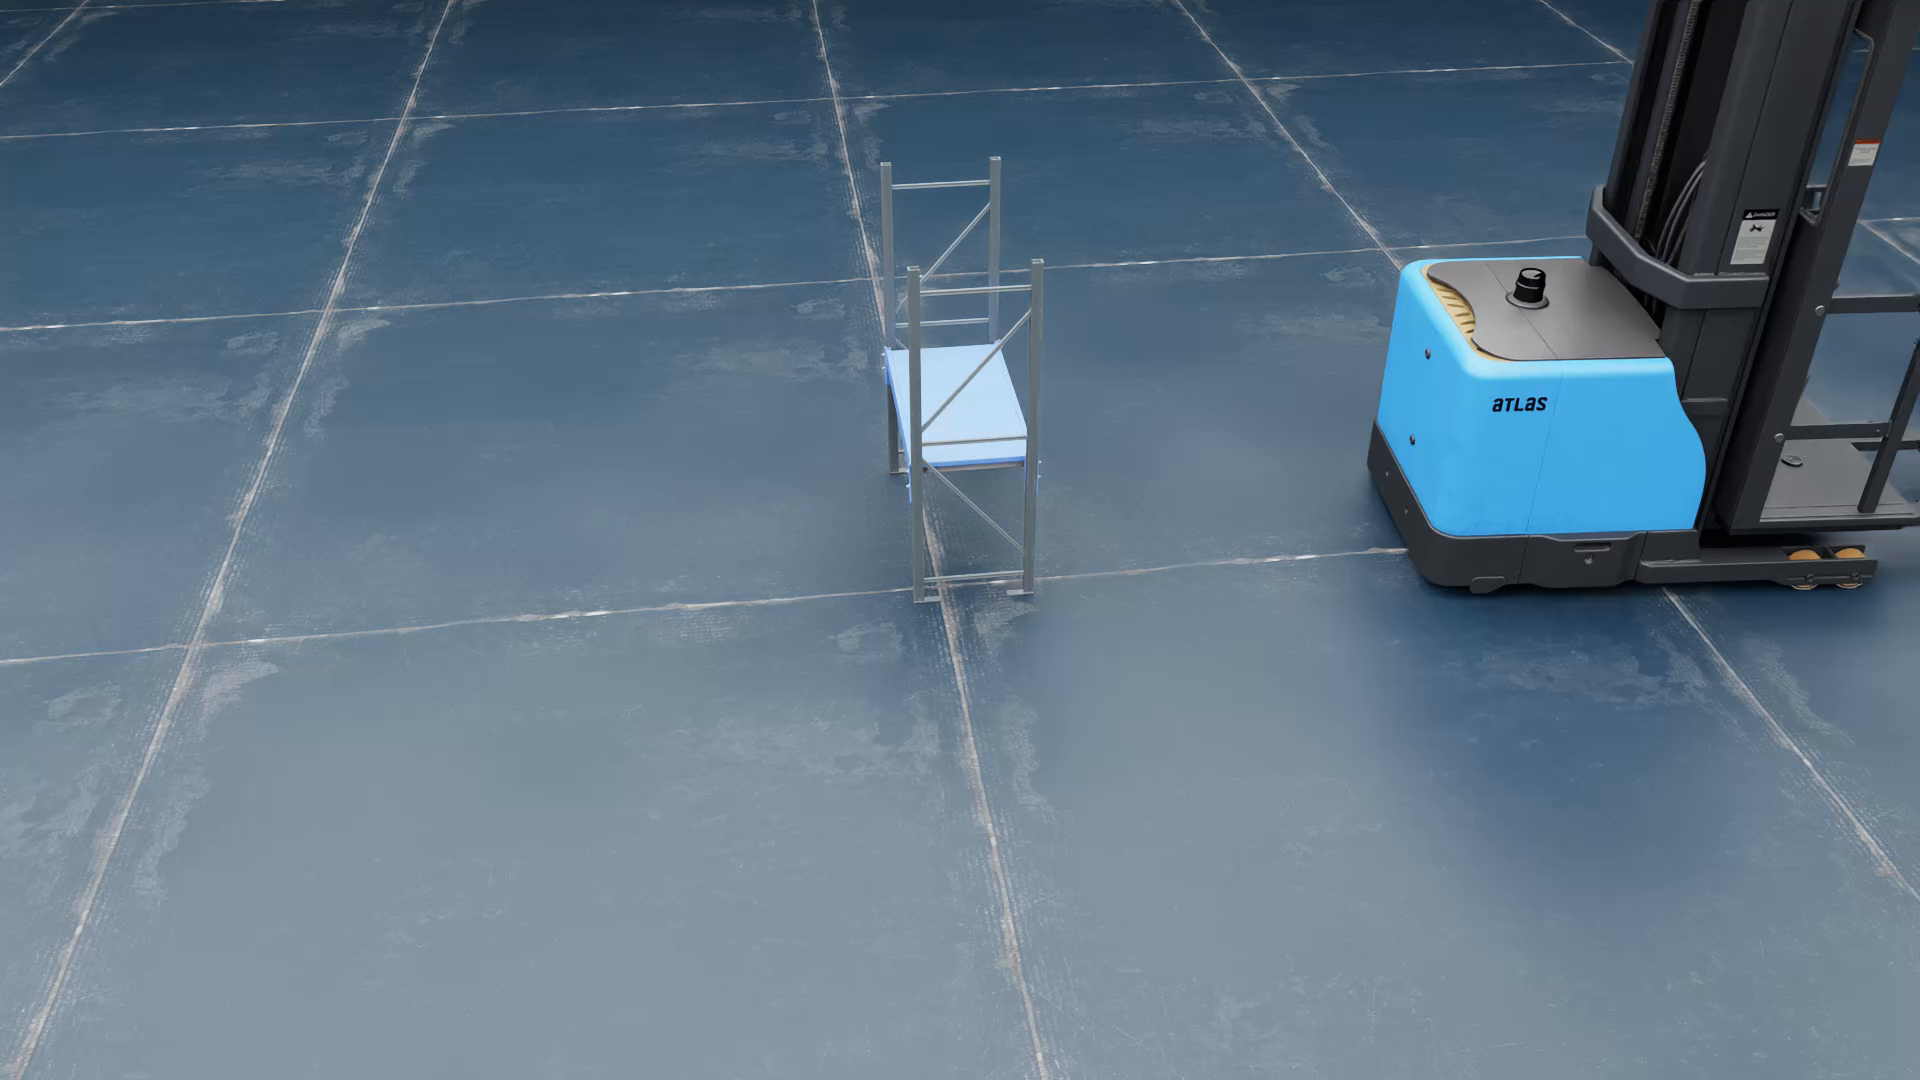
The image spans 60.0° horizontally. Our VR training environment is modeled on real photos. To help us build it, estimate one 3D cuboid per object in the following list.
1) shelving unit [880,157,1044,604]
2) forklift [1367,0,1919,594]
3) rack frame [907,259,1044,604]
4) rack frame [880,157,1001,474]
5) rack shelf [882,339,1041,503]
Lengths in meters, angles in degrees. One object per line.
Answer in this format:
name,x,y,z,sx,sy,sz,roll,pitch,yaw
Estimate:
shelving unit,-0.011,-0.667,6.897,0.538,1.500,1.048,-4,35,-6
forklift,3.402,-1.300,6.555,3.031,2.935,1.130,-2,34,-3
rack frame,0.057,-0.384,6.481,0.500,1.500,0.032,-4,35,-6
rack frame,-0.080,-0.951,7.314,0.500,1.500,0.032,-4,35,-6
rack shelf,-0.011,-0.519,6.999,0.538,0.185,1.000,-4,35,-6
